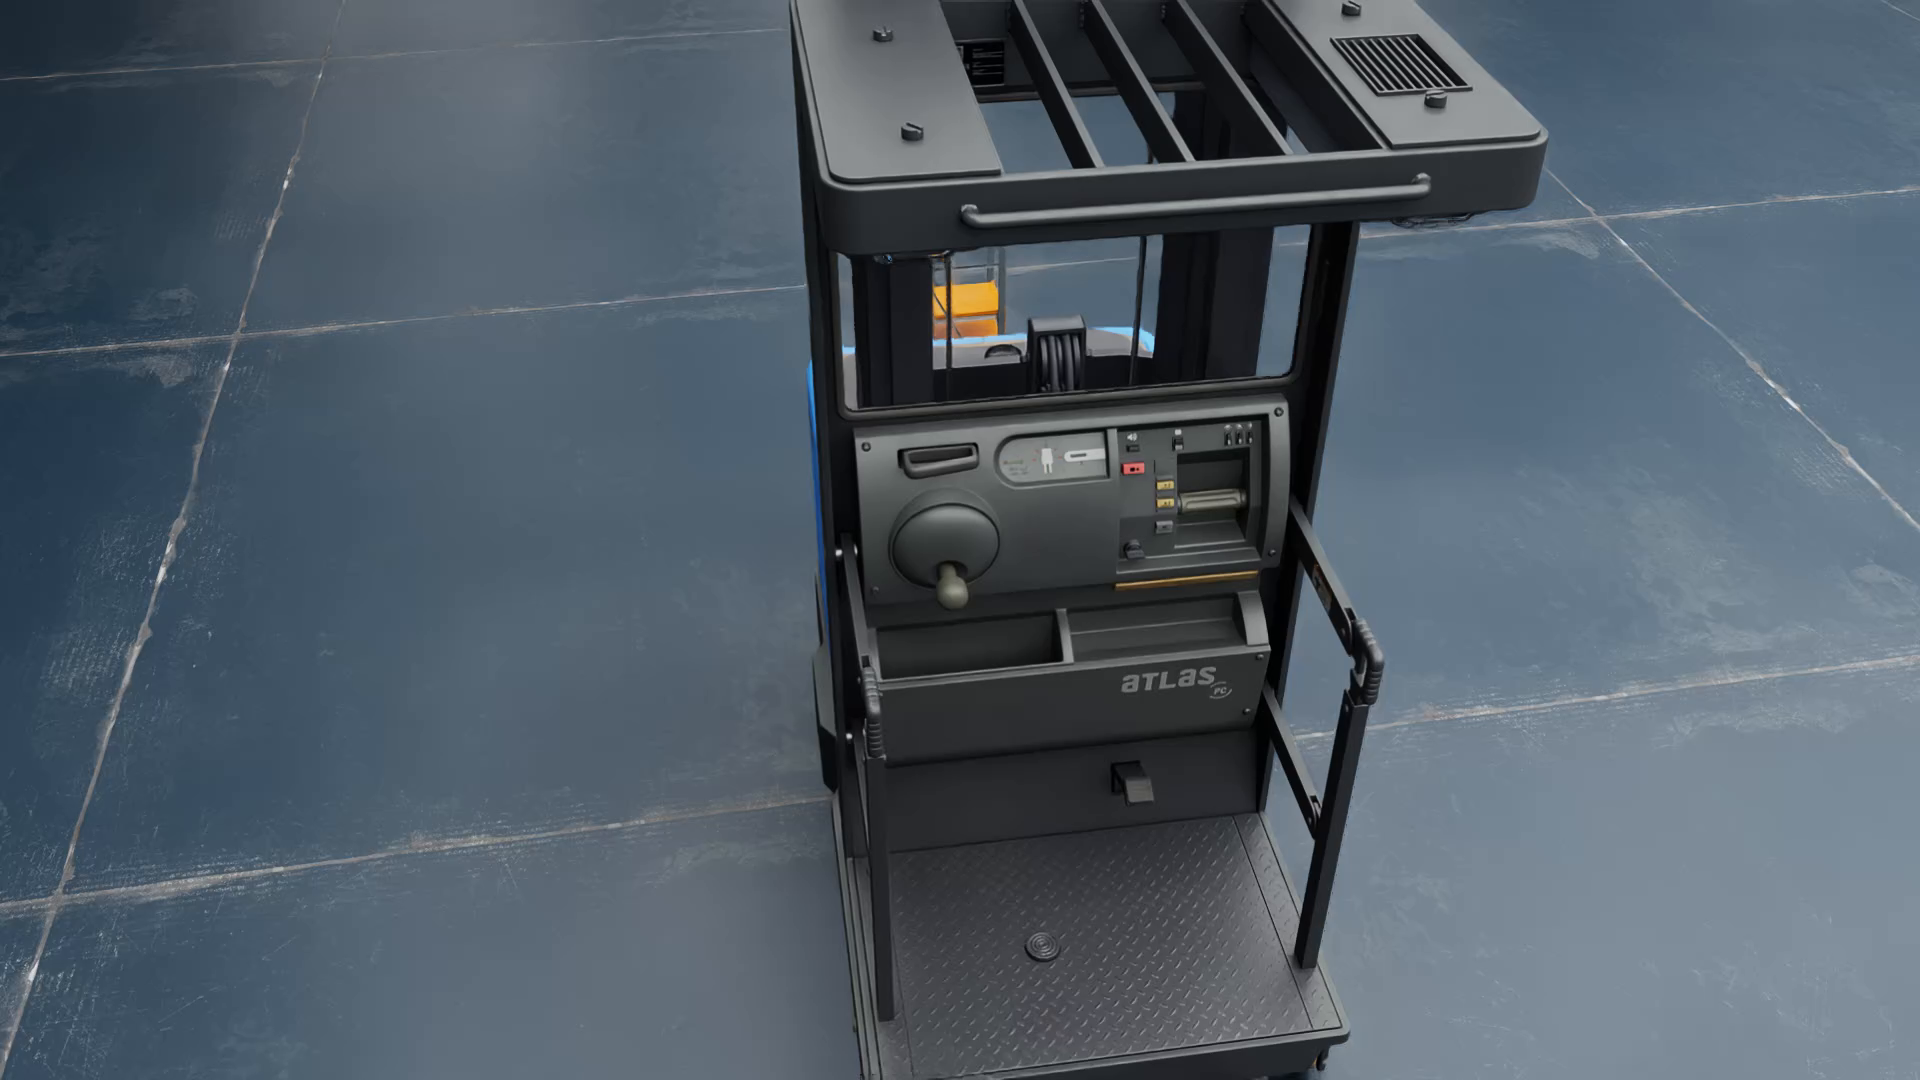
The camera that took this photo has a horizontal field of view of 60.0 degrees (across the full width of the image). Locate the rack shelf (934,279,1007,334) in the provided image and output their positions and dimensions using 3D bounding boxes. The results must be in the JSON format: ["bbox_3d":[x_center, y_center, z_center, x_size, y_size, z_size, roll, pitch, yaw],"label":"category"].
[{"bbox_3d":[0.003,-0.714,5.177,0.258,0.103,0.180,-6,38,-8],"label":"rack shelf"}]

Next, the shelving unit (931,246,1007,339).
[{"bbox_3d":[0.003,-0.465,5.371,0.258,1.200,0.189,-6,38,-8],"label":"shelving unit"}]

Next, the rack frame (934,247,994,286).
[{"bbox_3d":[-0.013,-0.520,5.442,0.240,1.200,0.006,-6,38,-8],"label":"rack frame"}]

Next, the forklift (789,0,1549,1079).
[{"bbox_3d":[0.279,-0.006,3.369,1.130,2.935,3.031,-5,38,-7],"label":"forklift"}]

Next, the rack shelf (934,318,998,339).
[{"bbox_3d":[0.003,-0.620,5.251,0.258,0.103,0.180,-6,38,-8],"label":"rack shelf"}]

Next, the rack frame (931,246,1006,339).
[{"bbox_3d":[0.019,-0.410,5.300,0.240,1.200,0.006,-6,38,-8],"label":"rack frame"}]
